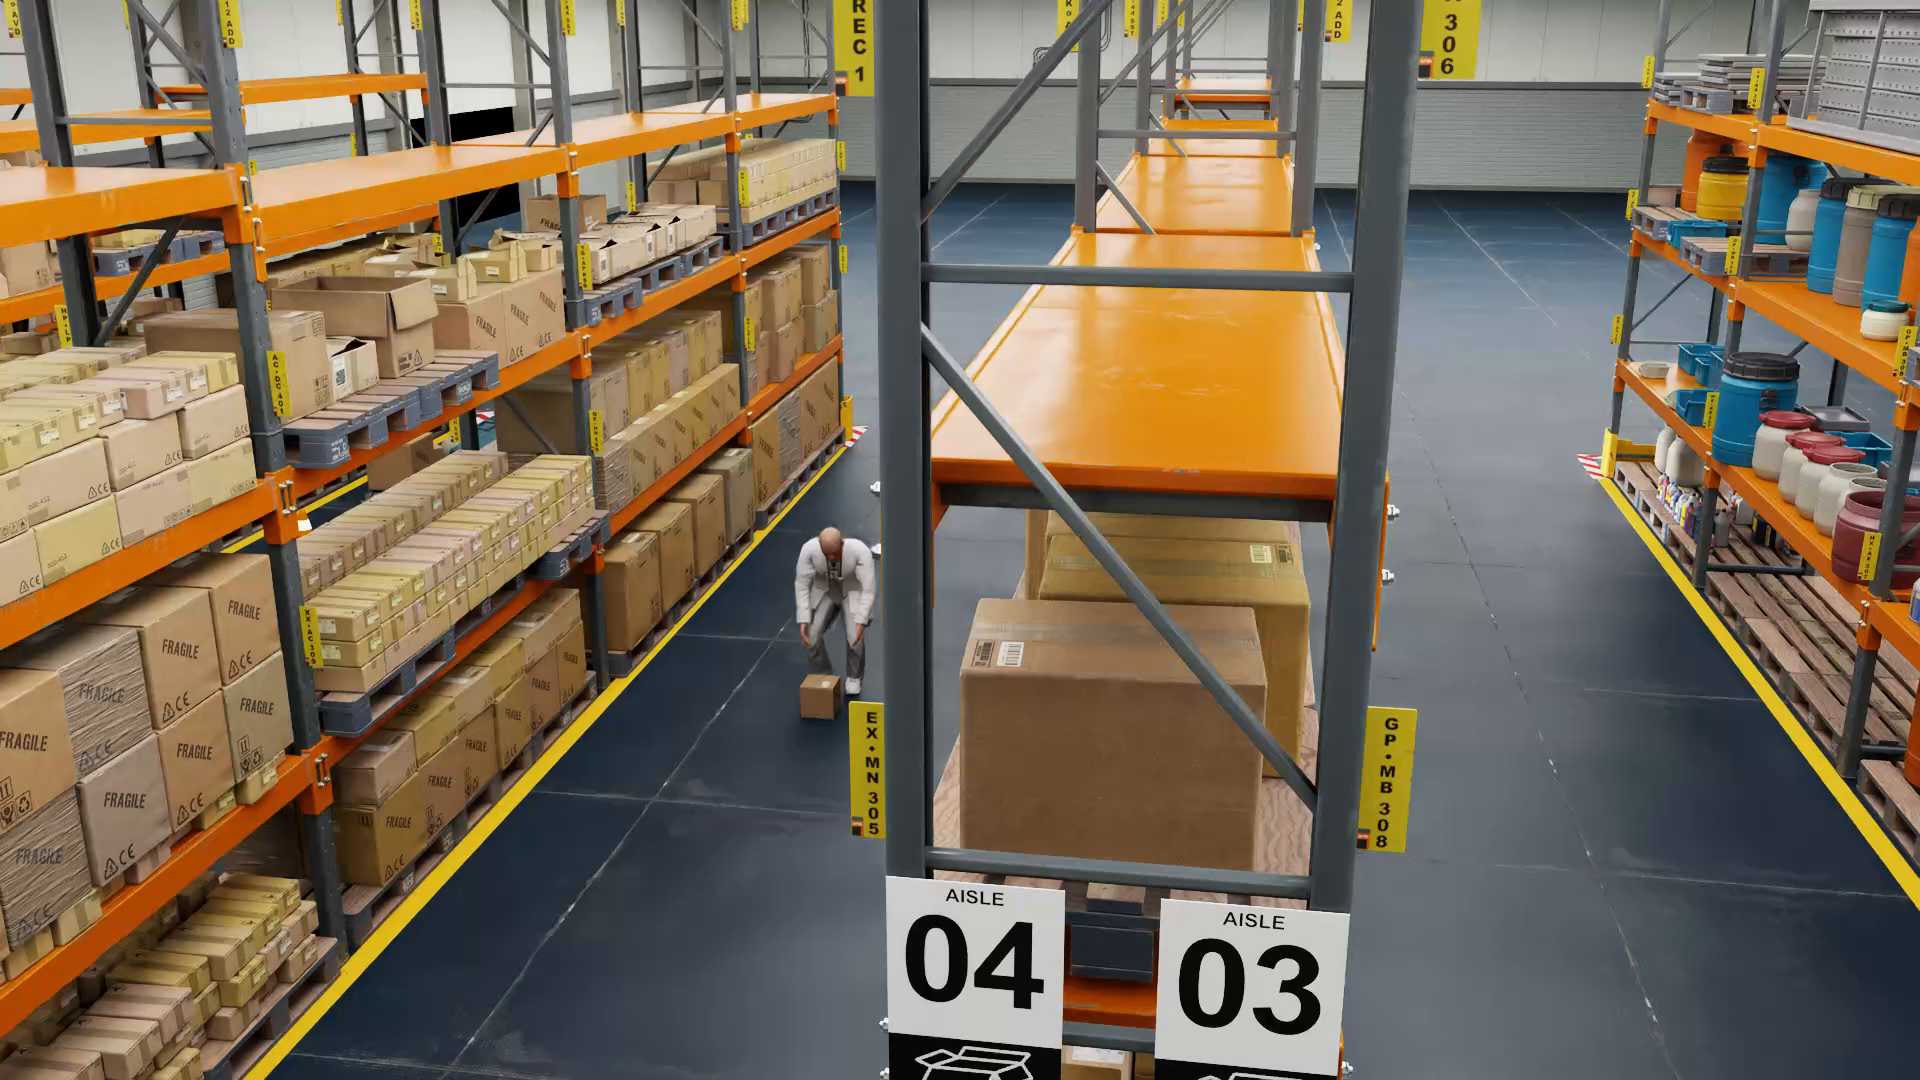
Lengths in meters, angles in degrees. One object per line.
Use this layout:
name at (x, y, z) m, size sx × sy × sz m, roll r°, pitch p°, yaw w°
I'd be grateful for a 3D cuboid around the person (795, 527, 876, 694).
person at (-0.922, 0.494, 12.676) m, size 0.630 × 1.393 × 0.737 m, roll 3°, pitch 18°, yaw 9°
